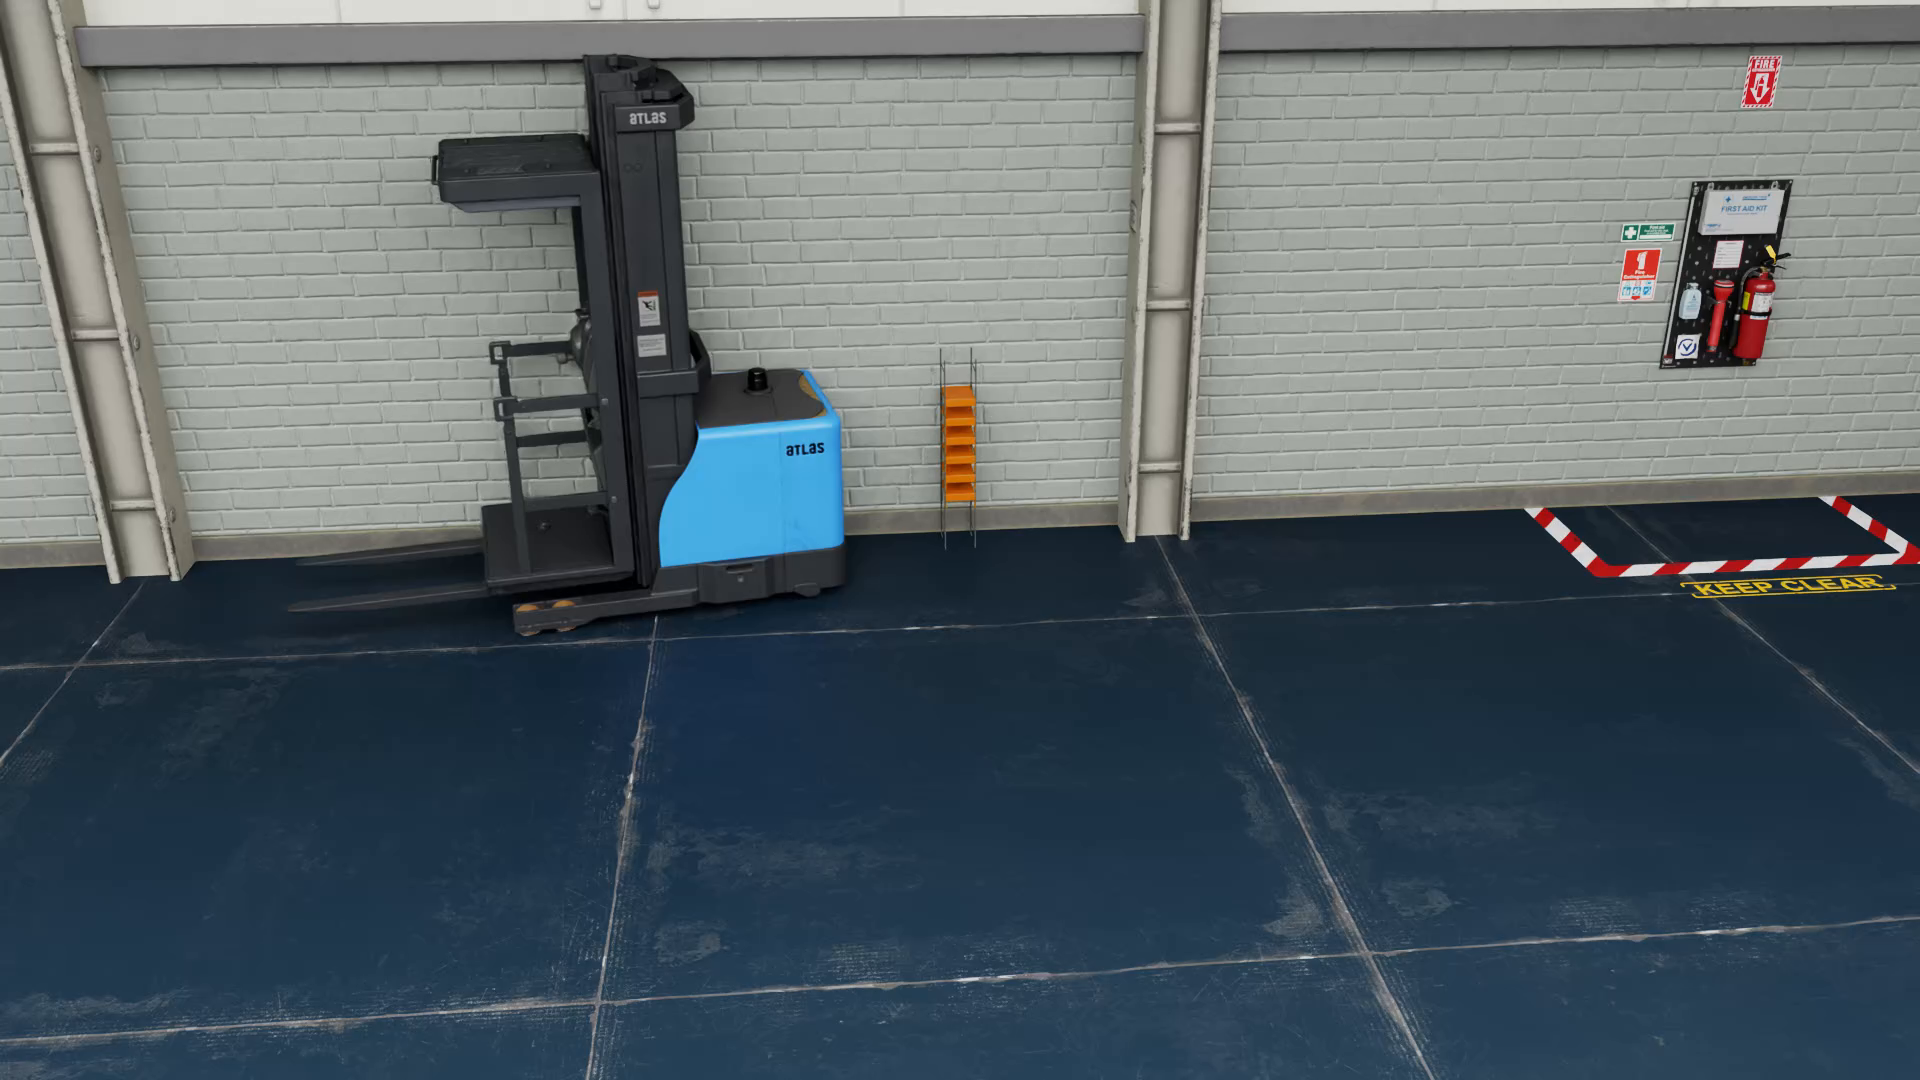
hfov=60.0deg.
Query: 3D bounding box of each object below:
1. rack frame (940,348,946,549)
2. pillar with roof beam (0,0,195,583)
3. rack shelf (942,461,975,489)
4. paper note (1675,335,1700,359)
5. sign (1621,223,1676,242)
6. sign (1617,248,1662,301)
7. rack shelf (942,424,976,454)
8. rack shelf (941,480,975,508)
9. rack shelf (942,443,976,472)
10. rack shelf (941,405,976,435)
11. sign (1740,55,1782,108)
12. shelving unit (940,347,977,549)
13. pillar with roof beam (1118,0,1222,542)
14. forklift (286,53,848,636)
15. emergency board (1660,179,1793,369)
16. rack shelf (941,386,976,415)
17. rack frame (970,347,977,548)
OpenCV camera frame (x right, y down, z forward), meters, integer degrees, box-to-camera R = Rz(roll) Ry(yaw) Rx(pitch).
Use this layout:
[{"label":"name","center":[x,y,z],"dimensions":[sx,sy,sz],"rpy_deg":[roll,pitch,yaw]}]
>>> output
[{"label":"rack frame","center":[-0.102,-0.540,9.987],"dimensions":[0.006,1.200,0.240],"rpy_deg":[-3,24,-6]},{"label":"pillar with roof beam","center":[-4.345,-2.189,4.096],"dimensions":[0.400,9.000,9.100],"rpy_deg":[-2,24,-5]},{"label":"rack shelf","center":[-0.011,-0.394,10.064],"dimensions":[0.180,0.103,0.258],"rpy_deg":[-3,24,-6]},{"label":"paper note","center":[4.528,-1.202,10.346],"dimensions":[0.142,0.148,0.016],"rpy_deg":[-2,24,-5]},{"label":"sign","center":[4.156,-1.858,10.042],"dimensions":[0.331,0.109,0.001],"rpy_deg":[-2,24,-5]},{"label":"sign","center":[4.151,-1.620,10.157],"dimensions":[0.234,0.329,0.001],"rpy_deg":[-2,24,-5]},{"label":"rack shelf","center":[-0.011,-0.613,9.966],"dimensions":[0.180,0.103,0.258],"rpy_deg":[-3,24,-6]},{"label":"rack shelf","center":[-0.011,-0.284,10.112],"dimensions":[0.180,0.103,0.258],"rpy_deg":[-3,24,-6]},{"label":"rack shelf","center":[-0.011,-0.503,10.015],"dimensions":[0.180,0.103,0.258],"rpy_deg":[-3,24,-6]},{"label":"rack shelf","center":[-0.011,-0.723,9.917],"dimensions":[0.180,0.103,0.258],"rpy_deg":[-3,24,-6]},{"label":"sign","center":[4.693,-2.683,9.739],"dimensions":[0.199,0.298,0.001],"rpy_deg":[-2,24,-5]},{"label":"shelving unit","center":[-0.011,-0.544,9.997],"dimensions":[0.189,1.200,0.258],"rpy_deg":[-3,24,-6]},{"label":"pillar with roof beam","center":[1.626,-2.429,4.635],"dimensions":[0.400,9.000,9.100],"rpy_deg":[-2,24,-5]},{"label":"forklift","center":[-2.220,-1.055,9.016],"dimensions":[3.031,2.935,1.130],"rpy_deg":[-7,25,-14]},{"label":"emergency board","center":[4.711,-1.584,10.120],"dimensions":[0.643,1.169,0.194],"rpy_deg":[-2,24,-5]},{"label":"rack shelf","center":[-0.011,-0.832,9.869],"dimensions":[0.180,0.103,0.258],"rpy_deg":[-3,24,-6]},{"label":"rack frame","center":[0.079,-0.548,10.007],"dimensions":[0.006,1.200,0.240],"rpy_deg":[-3,24,-6]}]
